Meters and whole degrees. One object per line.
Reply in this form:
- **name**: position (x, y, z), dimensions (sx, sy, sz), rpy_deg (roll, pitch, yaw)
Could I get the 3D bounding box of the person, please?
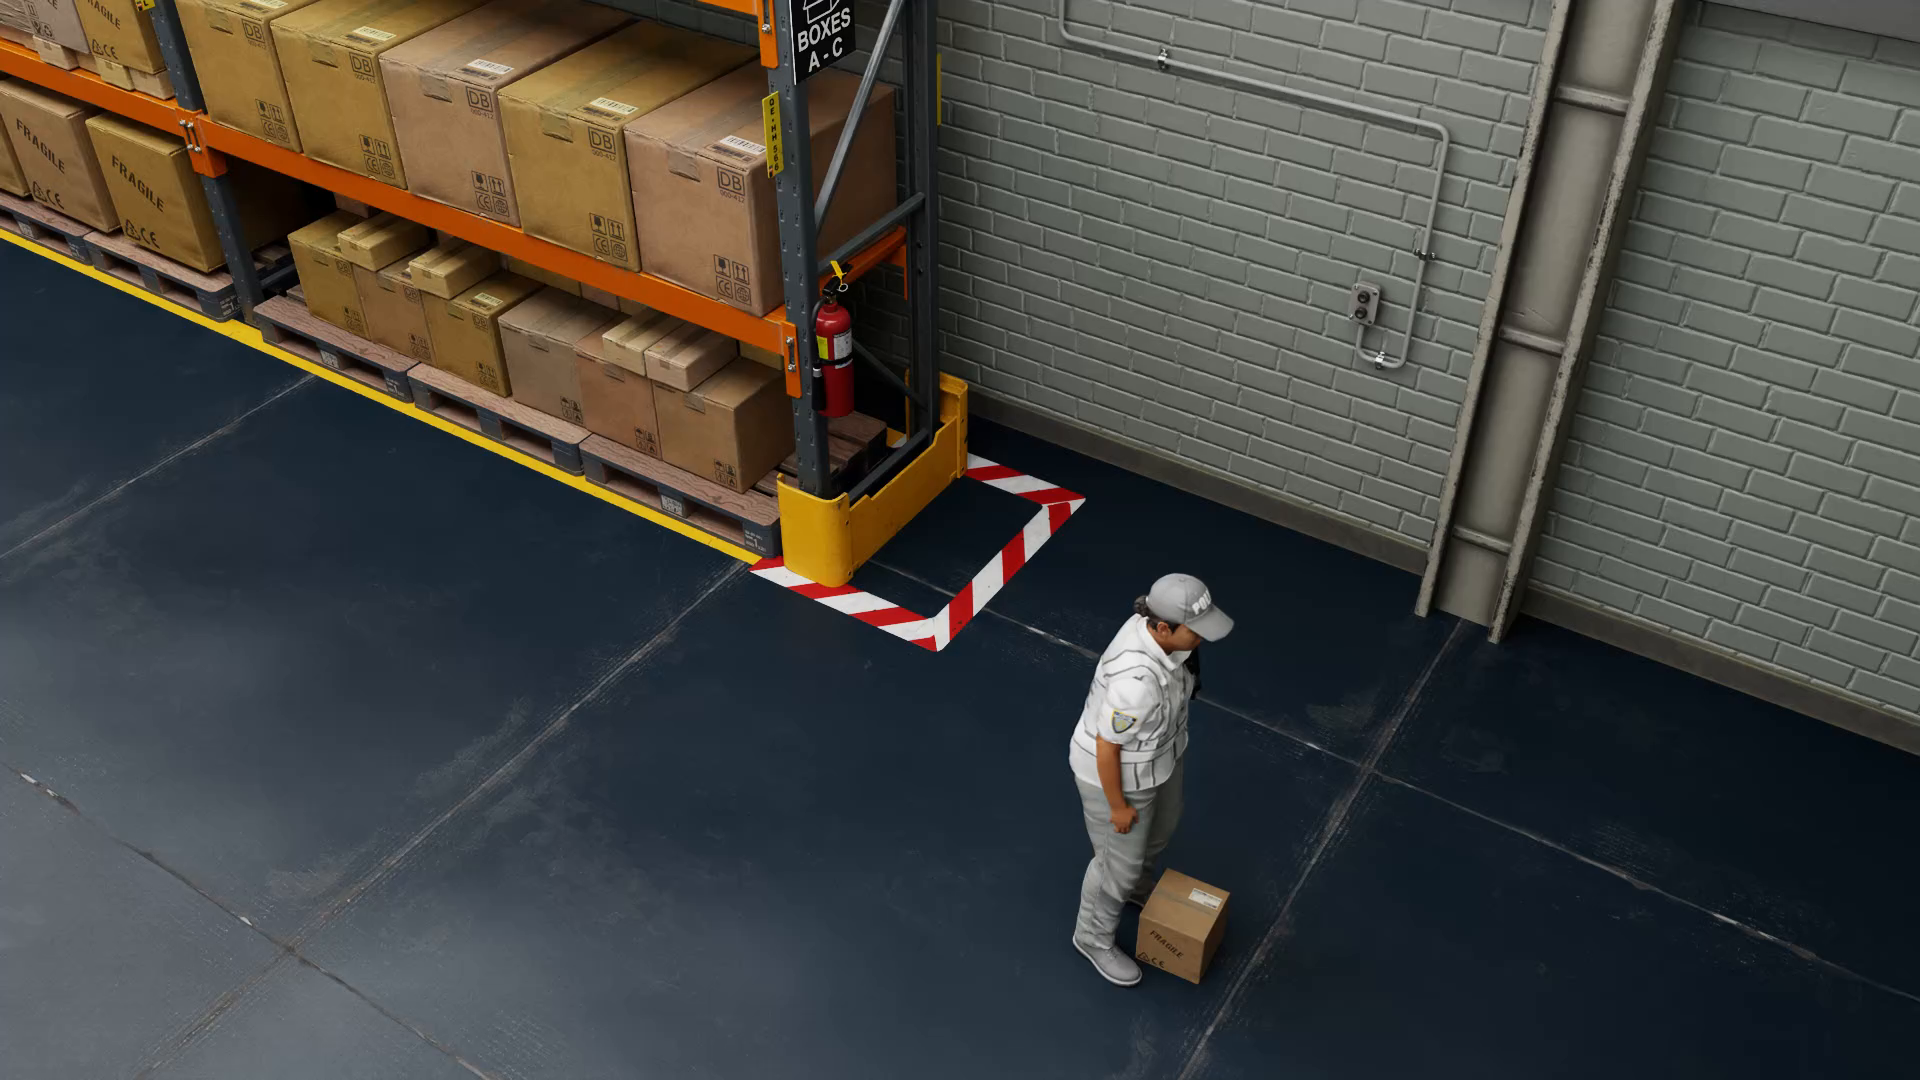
- **person**: position (0.625, 0.779, 5.700), dimensions (0.470, 1.666, 0.563), rpy_deg (19, 42, 22)
